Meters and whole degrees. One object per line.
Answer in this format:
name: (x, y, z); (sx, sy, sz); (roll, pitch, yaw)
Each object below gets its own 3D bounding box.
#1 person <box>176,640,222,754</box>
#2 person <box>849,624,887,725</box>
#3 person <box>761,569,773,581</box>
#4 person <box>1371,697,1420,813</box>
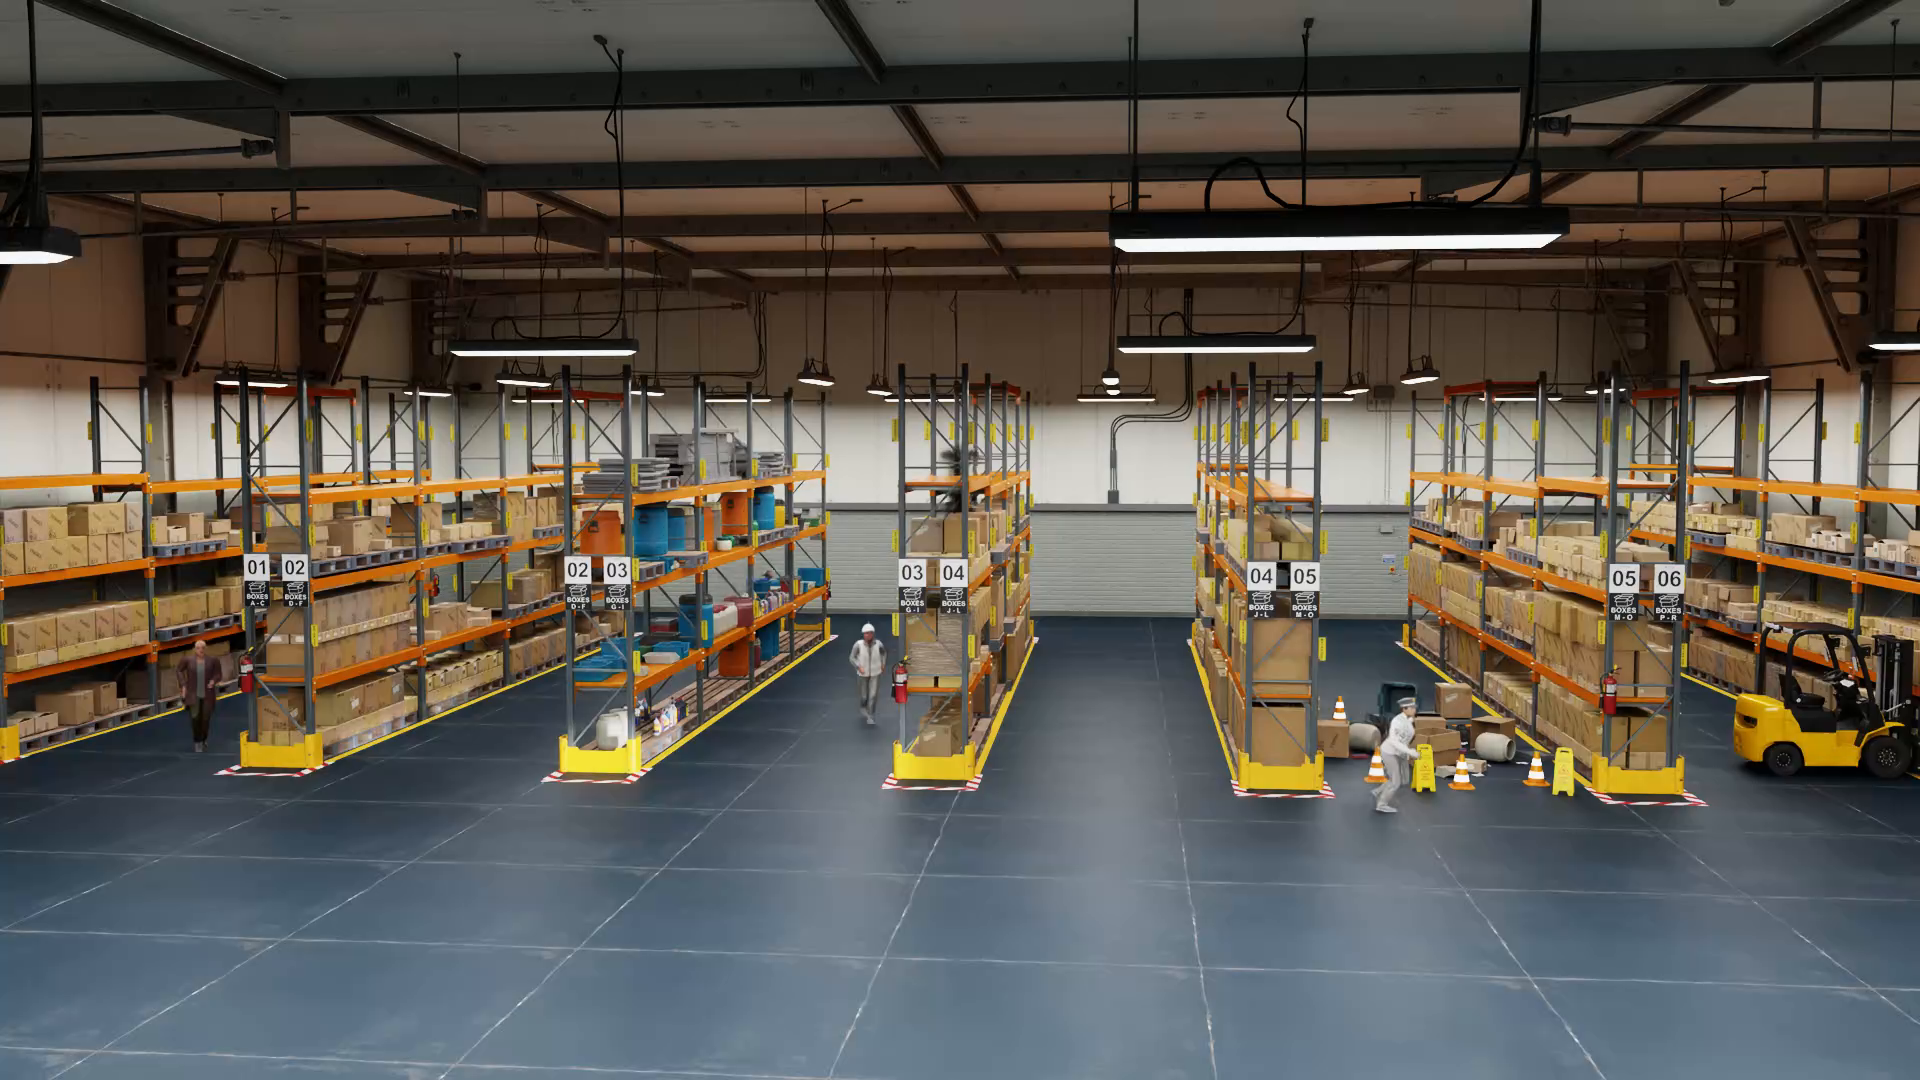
person: (-11.931, 2.465, 26.109); (0.652, 1.797, 0.879); (-2, 4, -28)
person: (-1.593, 2.298, 28.783); (0.661, 1.731, 0.794); (-1, 4, -8)
person: (-4.886, 1.525, 42.156); (0.492, 1.559, 0.716); (2, 4, 29)
person: (5.726, 2.814, 21.863); (0.732, 1.570, 0.587); (3, 5, 40)
